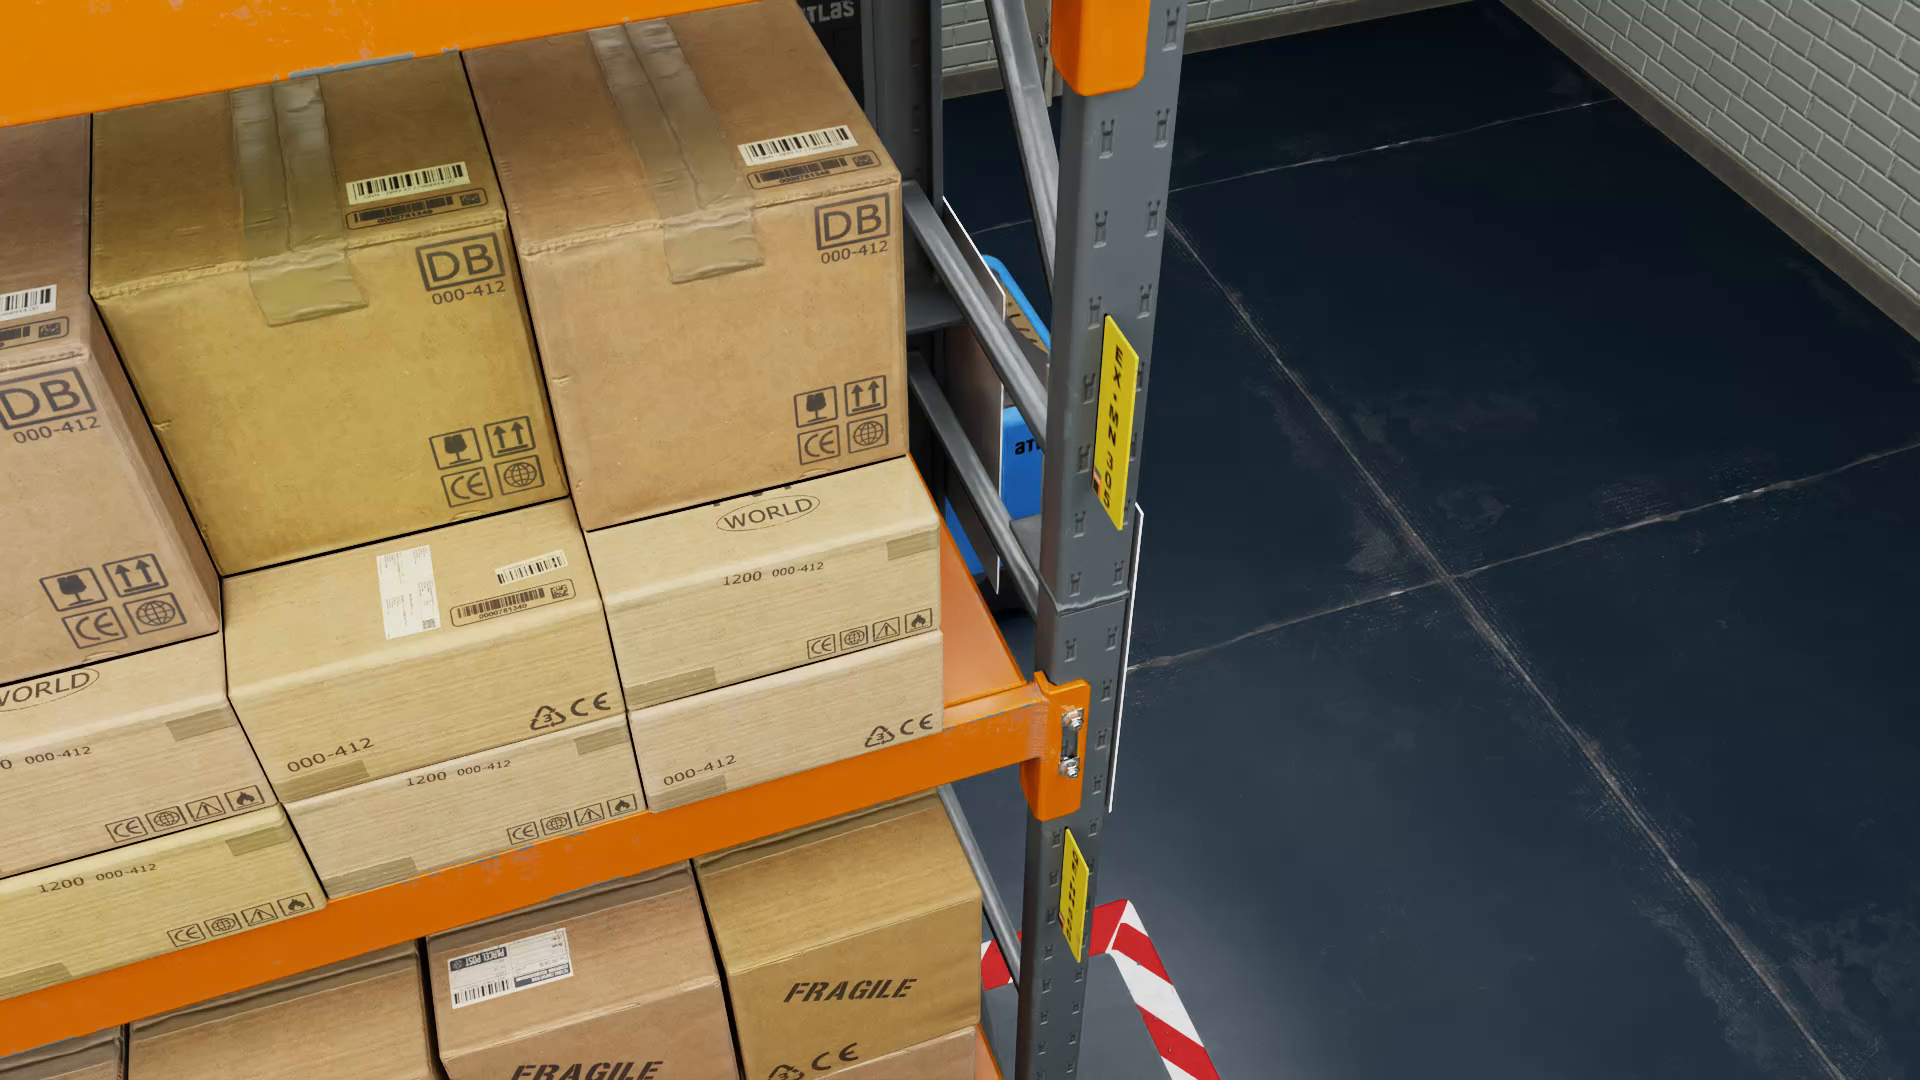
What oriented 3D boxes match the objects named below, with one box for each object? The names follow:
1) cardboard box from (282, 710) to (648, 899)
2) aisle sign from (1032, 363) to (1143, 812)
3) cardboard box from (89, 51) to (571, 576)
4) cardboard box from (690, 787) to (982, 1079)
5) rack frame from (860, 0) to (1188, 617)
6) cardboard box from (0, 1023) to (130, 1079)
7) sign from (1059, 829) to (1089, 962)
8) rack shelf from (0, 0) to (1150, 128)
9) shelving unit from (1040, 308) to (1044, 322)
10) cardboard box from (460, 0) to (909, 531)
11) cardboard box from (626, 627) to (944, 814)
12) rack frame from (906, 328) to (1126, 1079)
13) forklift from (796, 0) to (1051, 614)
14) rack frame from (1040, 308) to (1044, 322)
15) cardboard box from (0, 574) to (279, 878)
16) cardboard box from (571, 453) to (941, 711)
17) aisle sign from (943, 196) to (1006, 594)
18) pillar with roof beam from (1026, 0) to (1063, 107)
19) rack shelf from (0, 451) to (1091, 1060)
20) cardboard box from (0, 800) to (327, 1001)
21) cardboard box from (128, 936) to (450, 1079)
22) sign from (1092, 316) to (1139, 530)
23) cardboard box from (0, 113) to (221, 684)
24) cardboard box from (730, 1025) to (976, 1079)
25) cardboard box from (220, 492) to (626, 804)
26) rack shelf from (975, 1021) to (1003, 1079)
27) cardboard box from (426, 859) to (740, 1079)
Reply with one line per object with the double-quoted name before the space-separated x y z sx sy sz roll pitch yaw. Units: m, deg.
"cardboard box" -0.819 0.242 2.688 0.500 0.250 0.500 -14 47 -14
"aisle sign" 0.217 0.106 3.000 0.004 0.787 0.394 -14 47 -14
"cardboard box" -0.928 -0.413 2.458 0.500 0.500 0.700 -14 47 -14
"cardboard box" -0.276 0.738 3.429 0.500 0.500 0.500 -15 47 -14
"rack frame" 0.049 -1.282 1.983 0.127 3.000 1.000 -14 47 -14
"cardboard box" -1.720 1.112 3.057 0.500 0.500 0.500 -13 47 -13
"sign" 0.219 0.690 3.213 0.005 0.325 0.100 -14 47 -14
"rack shelf" -1.832 -0.545 1.760 4.000 0.370 1.077 -14 47 -14
"shelving unit" 0.466 -0.495 6.812 0.252 1.050 0.215 -15 47 -15
"cardboard box" -0.429 -0.477 2.522 0.500 0.500 0.700 -14 47 -14
"cardboard box" -0.345 0.129 2.801 0.500 0.250 0.500 -14 47 -14
"rack frame" 0.049 0.836 4.108 0.127 3.000 1.000 -14 47 -14
"forklift" -1.080 -0.761 5.748 3.031 2.935 1.130 -15 47 -15
"rack frame" 0.351 -0.464 6.781 0.008 1.050 0.200 -15 47 -15
"cardboard box" -1.289 0.185 2.392 0.500 0.250 0.500 -14 47 -14
"cardboard box" -0.348 -0.053 2.629 0.500 0.250 0.500 -14 47 -14
"aisle sign" 0.013 -0.294 3.399 0.004 0.787 0.394 -14 47 -14
"pillar with roof beam" 2.071 -2.938 3.635 0.400 9.000 9.100 -14 47 -14
"rack shelf" -1.832 0.512 2.821 4.000 0.370 1.077 -14 47 -14
"cardboard box" -1.285 0.371 2.560 0.500 0.250 0.500 -14 47 -14
"cardboard box" -1.237 0.988 3.180 0.500 0.500 0.500 -13 47 -13
"sign" 0.219 -0.161 2.359 0.005 0.325 0.100 -14 47 -14
"cardboard box" -1.362 -0.221 2.268 0.500 0.500 0.700 -14 47 -14
"cardboard box" -0.280 1.090 3.785 0.500 0.500 0.500 -13 47 -13
"cardboard box" -0.818 0.068 2.509 0.500 0.250 0.500 -14 47 -14
"rack shelf" -1.832 1.571 3.884 4.000 0.370 1.077 -14 47 -14
"cardboard box" -0.751 0.860 3.308 0.500 0.500 0.500 -13 47 -13
